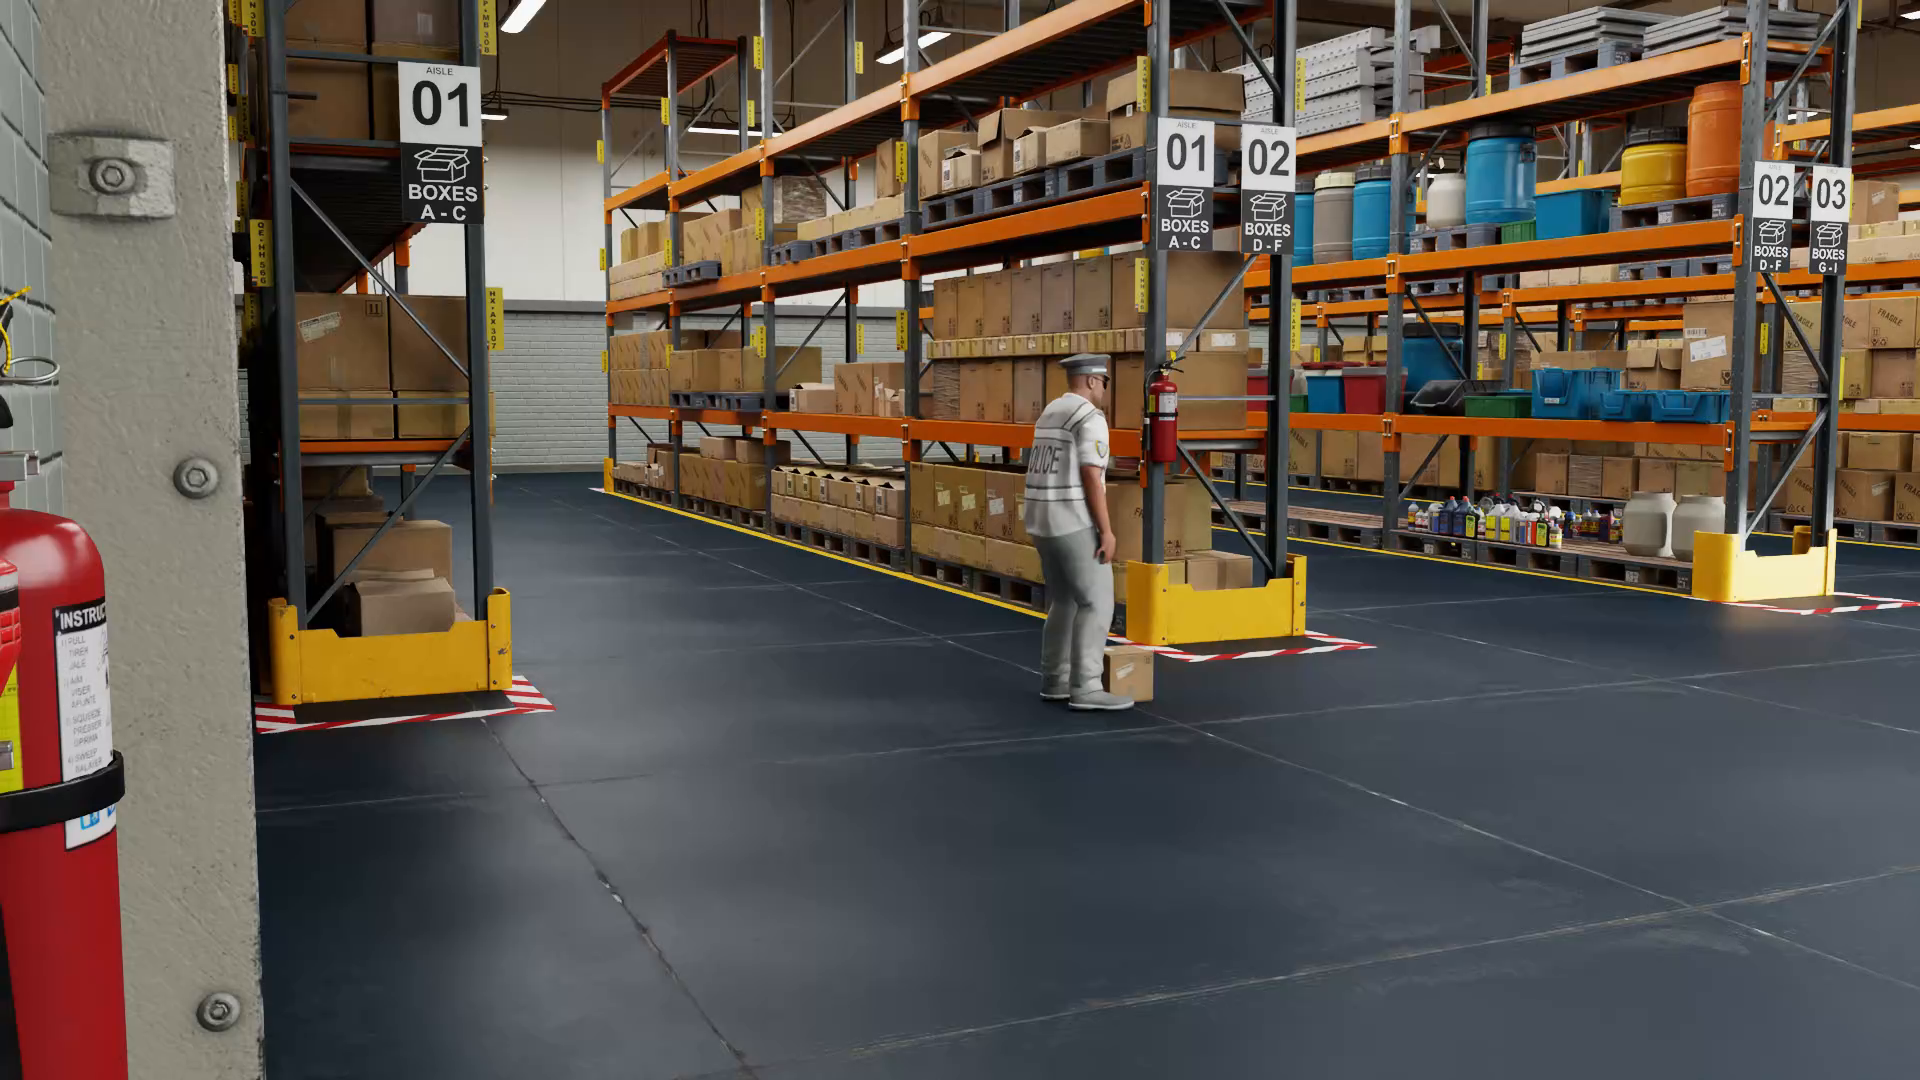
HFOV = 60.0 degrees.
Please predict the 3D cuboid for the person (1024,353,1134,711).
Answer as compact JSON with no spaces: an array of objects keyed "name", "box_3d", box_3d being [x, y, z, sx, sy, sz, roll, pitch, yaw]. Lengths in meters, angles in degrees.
[{"name":"person","box_3d":[0.559,-0.052,8.272,0.436,1.746,0.590,-3,6,-26]}]
